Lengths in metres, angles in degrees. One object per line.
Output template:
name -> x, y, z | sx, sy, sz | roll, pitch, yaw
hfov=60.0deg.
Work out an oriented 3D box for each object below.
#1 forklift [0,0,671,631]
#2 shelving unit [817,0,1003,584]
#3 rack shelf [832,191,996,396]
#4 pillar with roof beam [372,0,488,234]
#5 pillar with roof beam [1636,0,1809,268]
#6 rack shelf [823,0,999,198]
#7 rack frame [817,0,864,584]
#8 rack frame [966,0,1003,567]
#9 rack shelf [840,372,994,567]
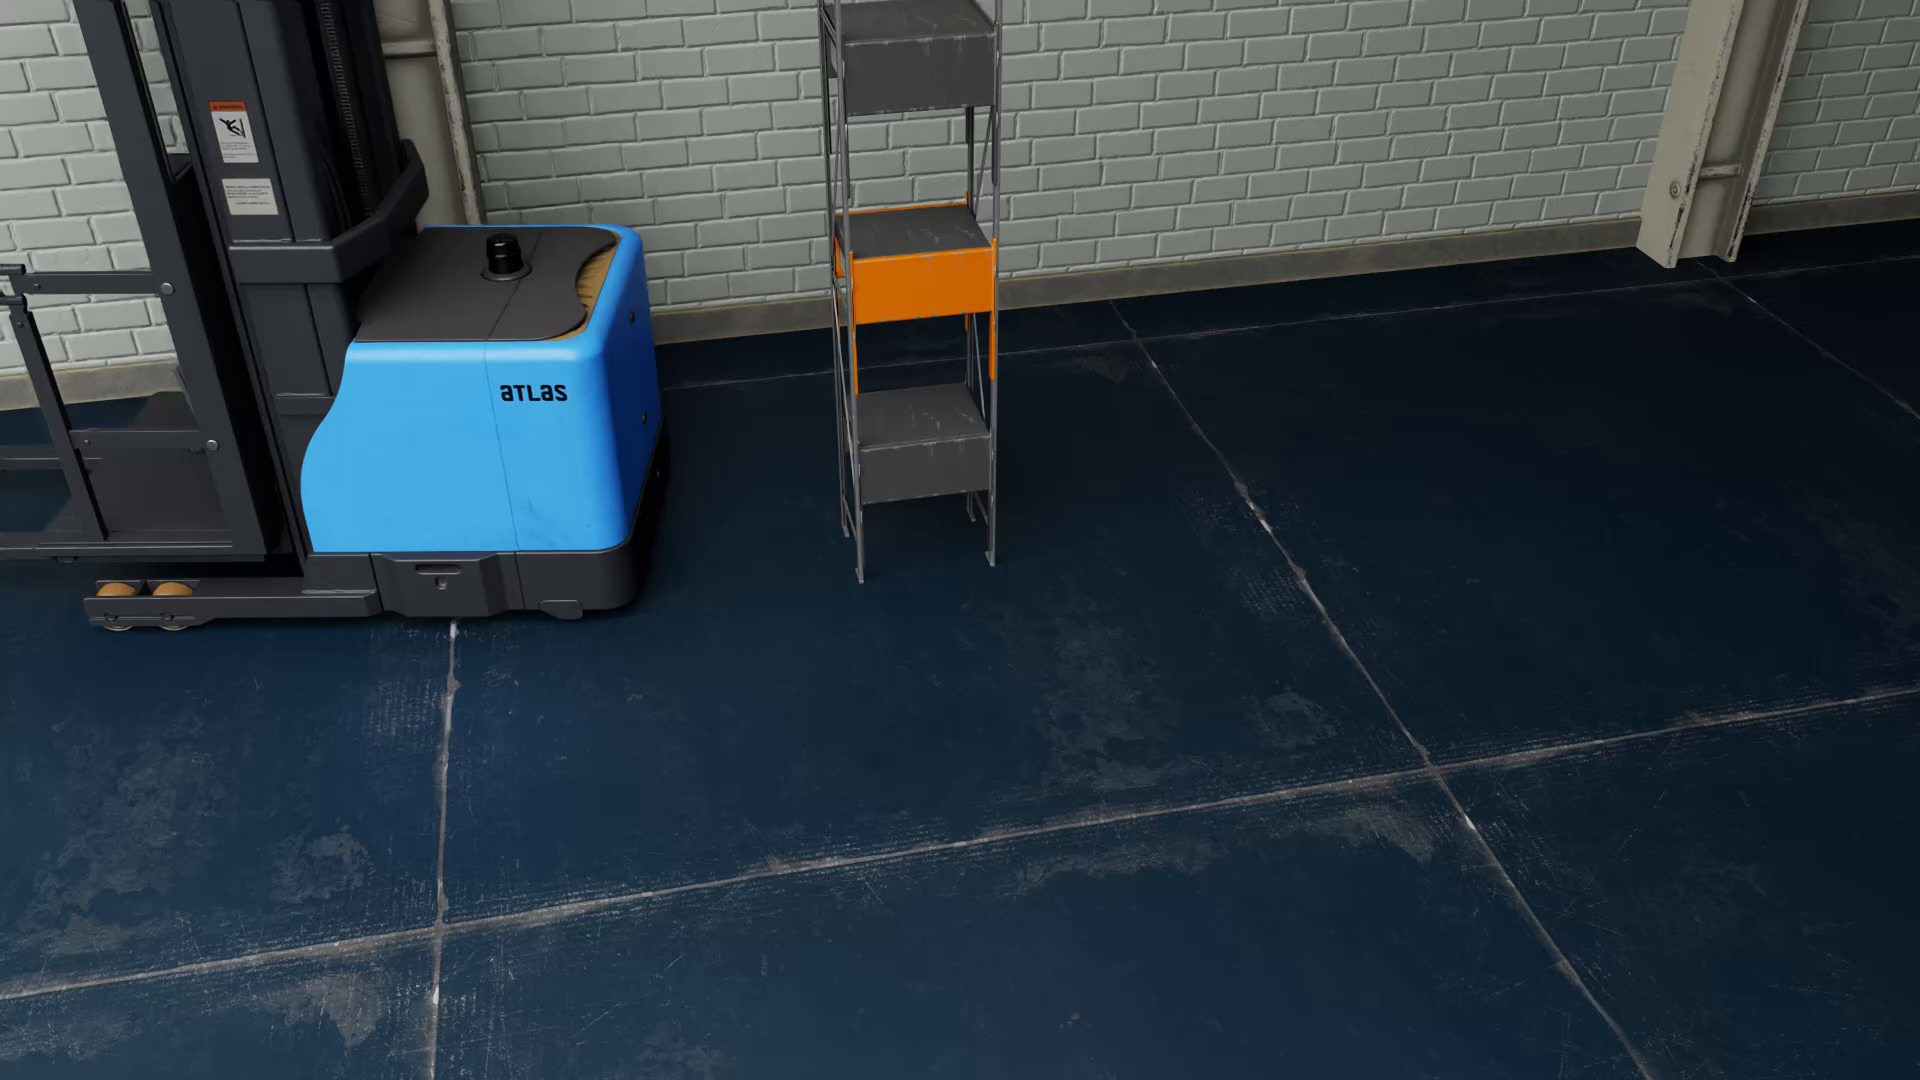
forklift -> -2.647, -1.199, 5.406 | 3.031, 2.935, 1.130 | 0, 34, -1
shelving unit -> -0.161, -0.852, 5.635 | 0.503, 2.100, 0.431 | -7, 35, -11
rack shelf -> -0.161, -0.840, 5.642 | 0.480, 0.518, 0.431 | -7, 35, -11
pillar with roof beam -> -1.236, -2.117, 1.329 | 0.400, 9.000, 9.100 | -7, 35, -11
pillar with roof beam -> 4.617, -2.855, 2.428 | 0.400, 9.000, 9.100 | -7, 35, -11
rack shelf -> -0.161, -1.421, 5.252 | 0.480, 0.518, 0.431 | -7, 35, -11
rack frame -> -0.399, -0.822, 5.590 | 0.015, 2.100, 0.400 | -7, 35, -11
rack frame -> 0.077, -0.882, 5.679 | 0.015, 2.100, 0.400 | -7, 35, -11
rack shelf -> -0.161, -0.259, 6.032 | 0.480, 0.518, 0.431 | -7, 35, -11
